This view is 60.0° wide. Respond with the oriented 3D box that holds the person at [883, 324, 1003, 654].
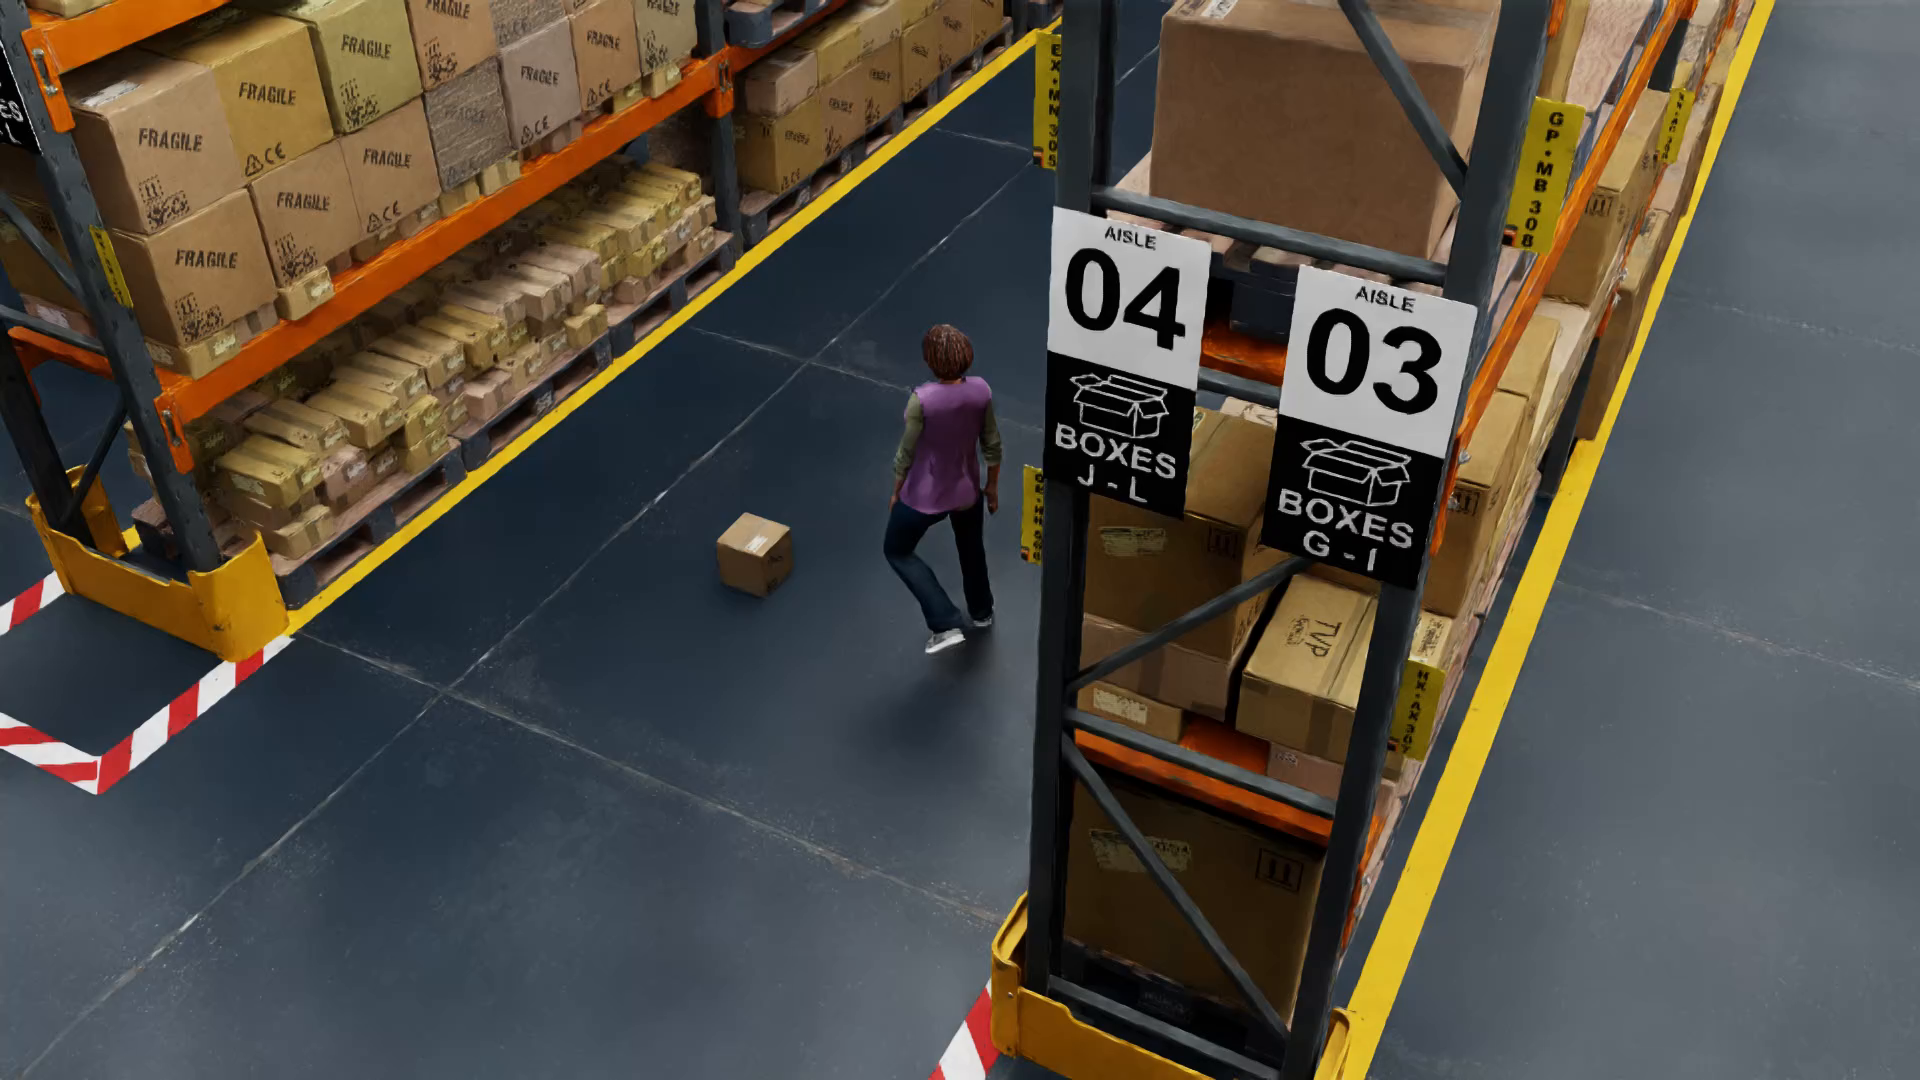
[{"bbox_3d":[-0.014,-0.175,6.946,0.560,1.594,0.498,-18,42,-21],"label":"person"}]
